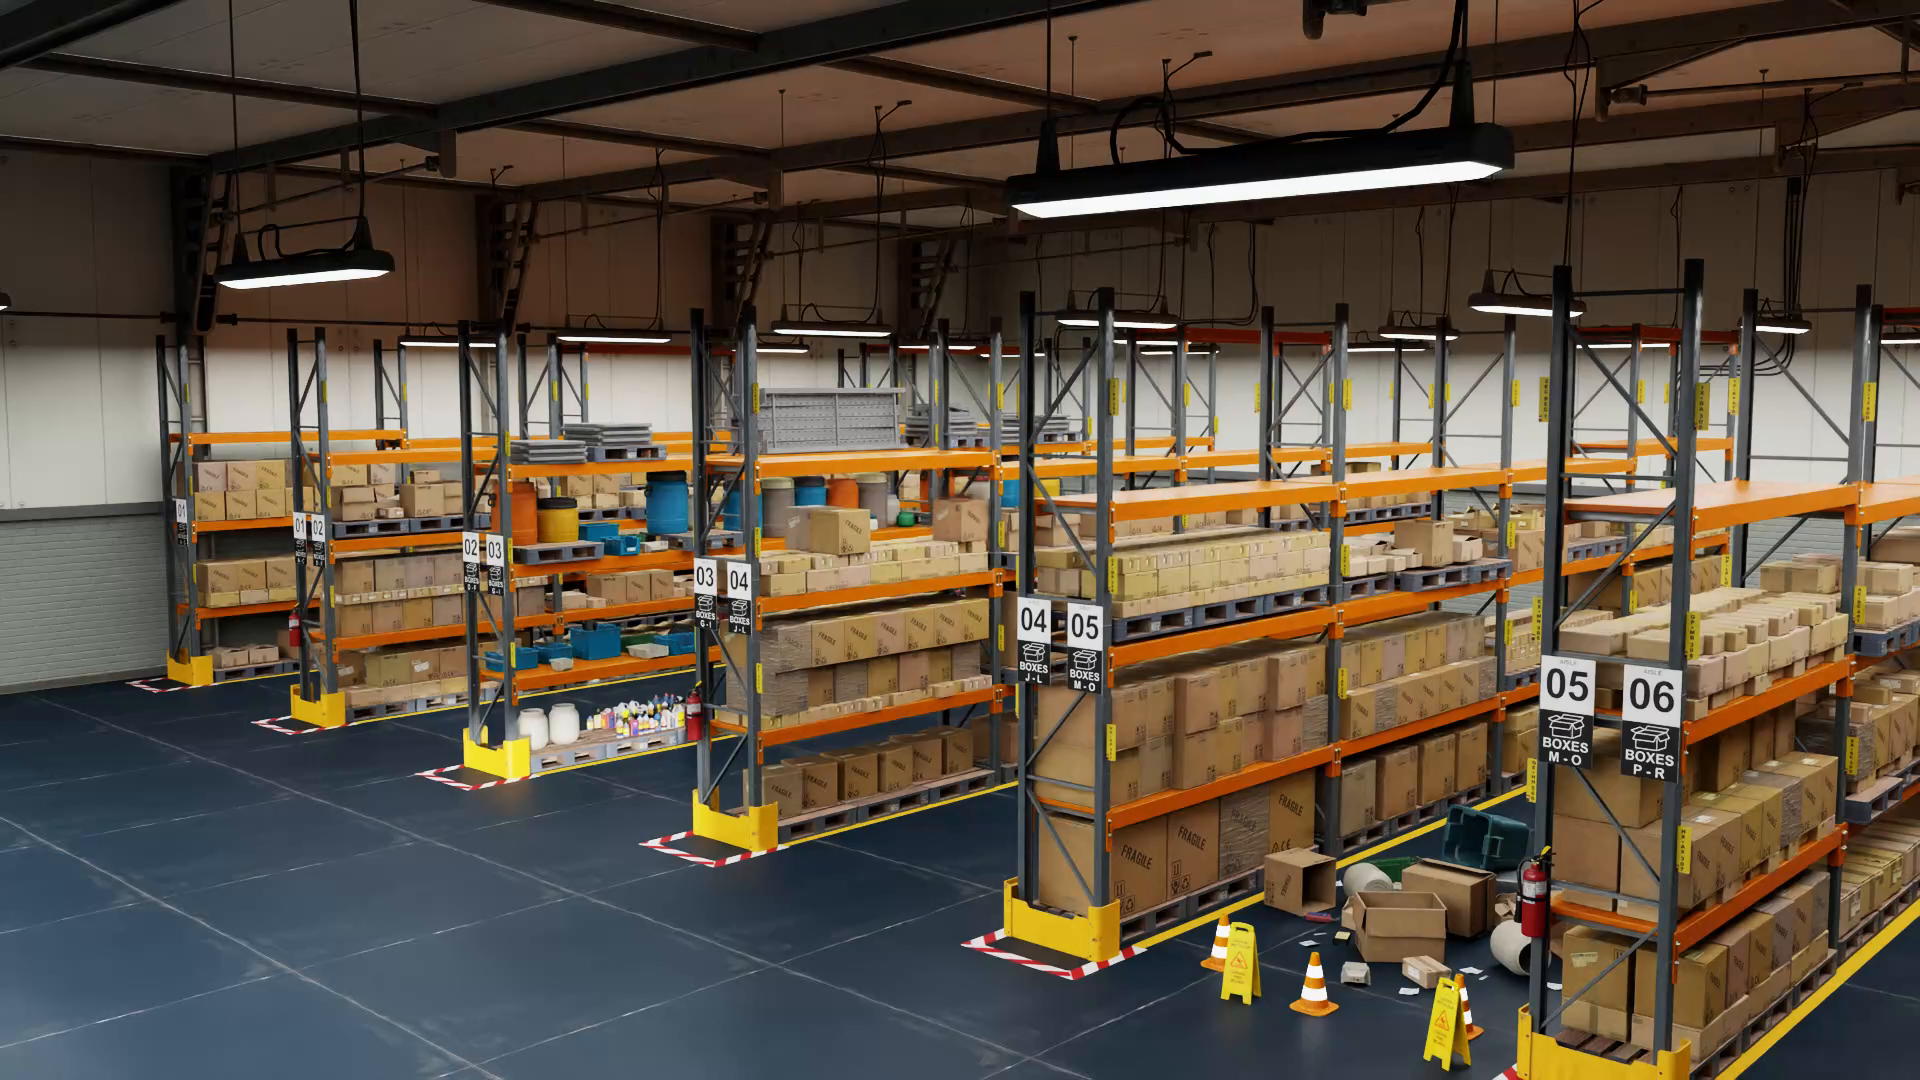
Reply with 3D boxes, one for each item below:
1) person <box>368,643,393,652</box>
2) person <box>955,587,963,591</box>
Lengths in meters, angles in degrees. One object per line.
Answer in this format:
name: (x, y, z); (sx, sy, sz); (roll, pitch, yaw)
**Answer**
person: (-9.796, 1.696, 28.216); (0.516, 1.633, 0.908); (3, 6, 25)
person: (0.041, 1.134, 33.884); (0.635, 1.659, 1.084); (5, 7, 44)
